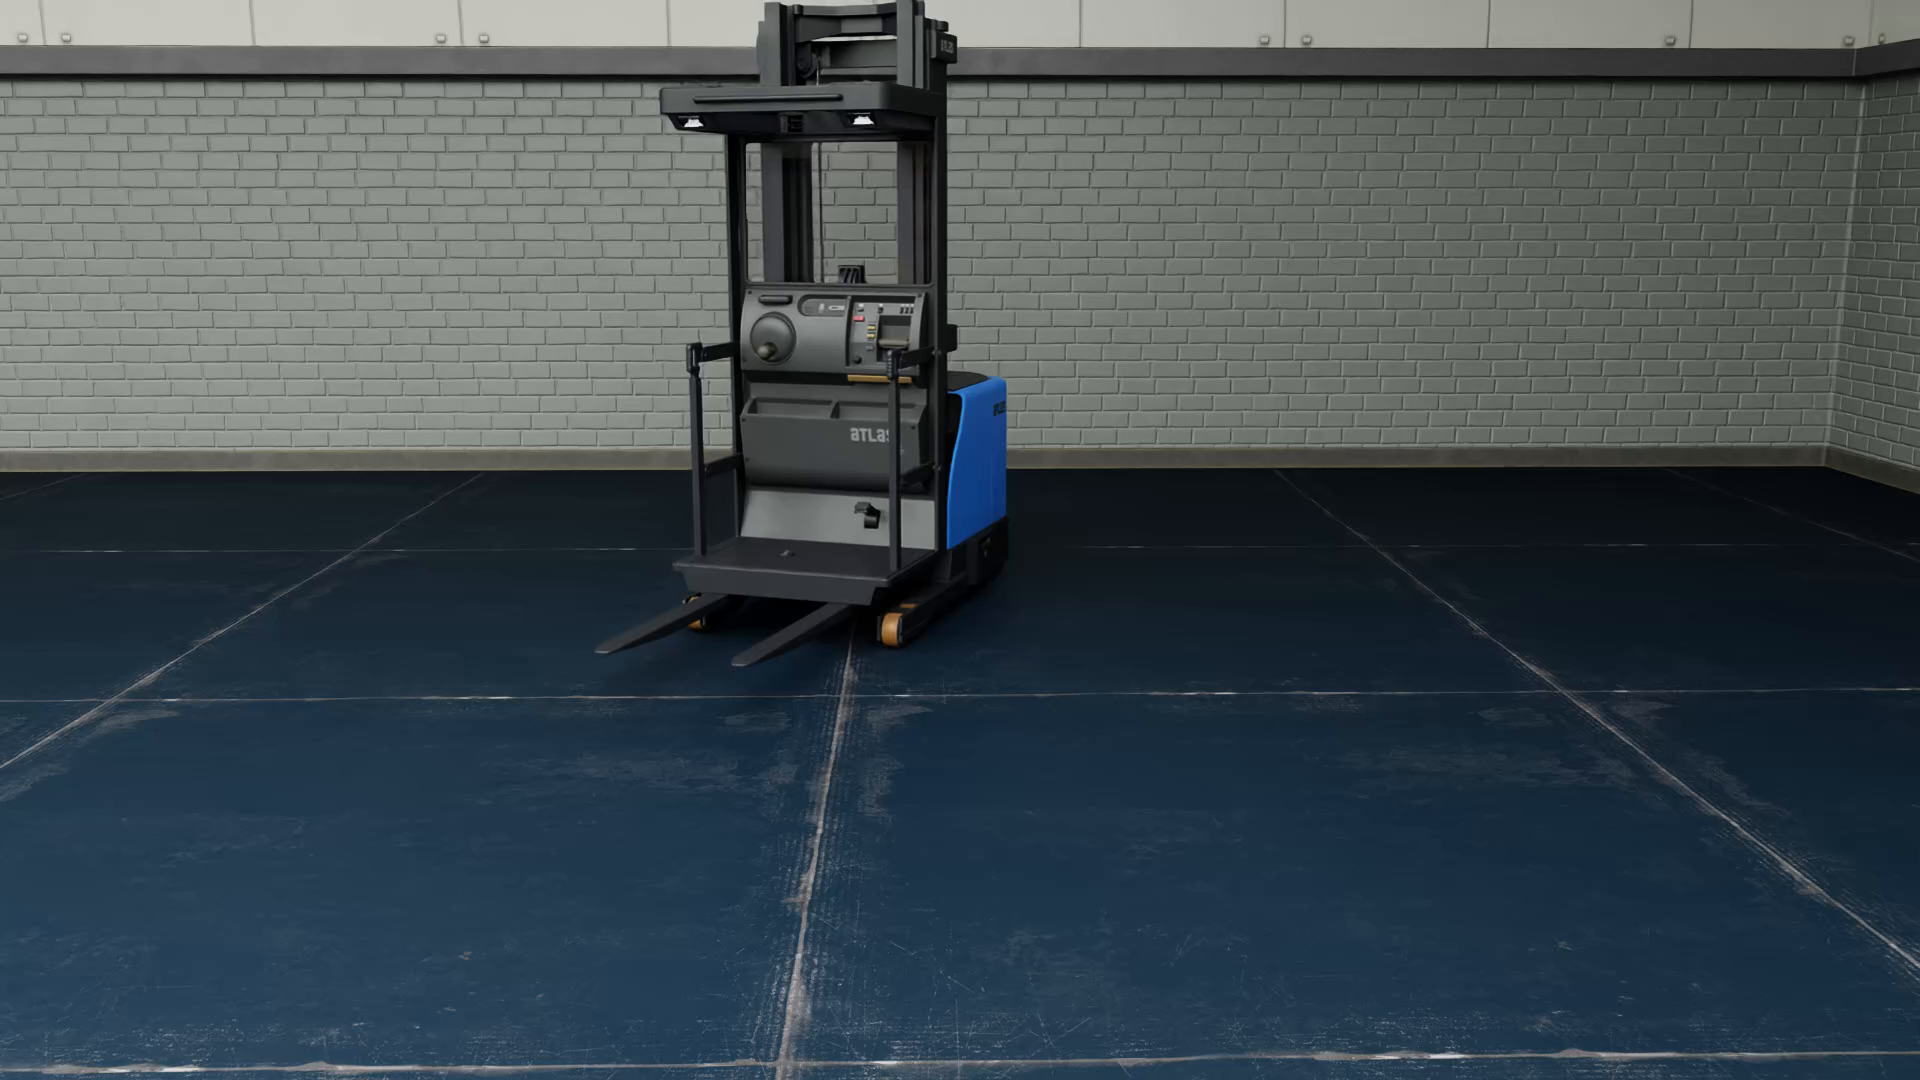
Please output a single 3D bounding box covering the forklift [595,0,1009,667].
[{"bbox_3d":[-0.680,-1.032,7.772,1.130,2.935,3.031,4,12,18],"label":"forklift"}]
